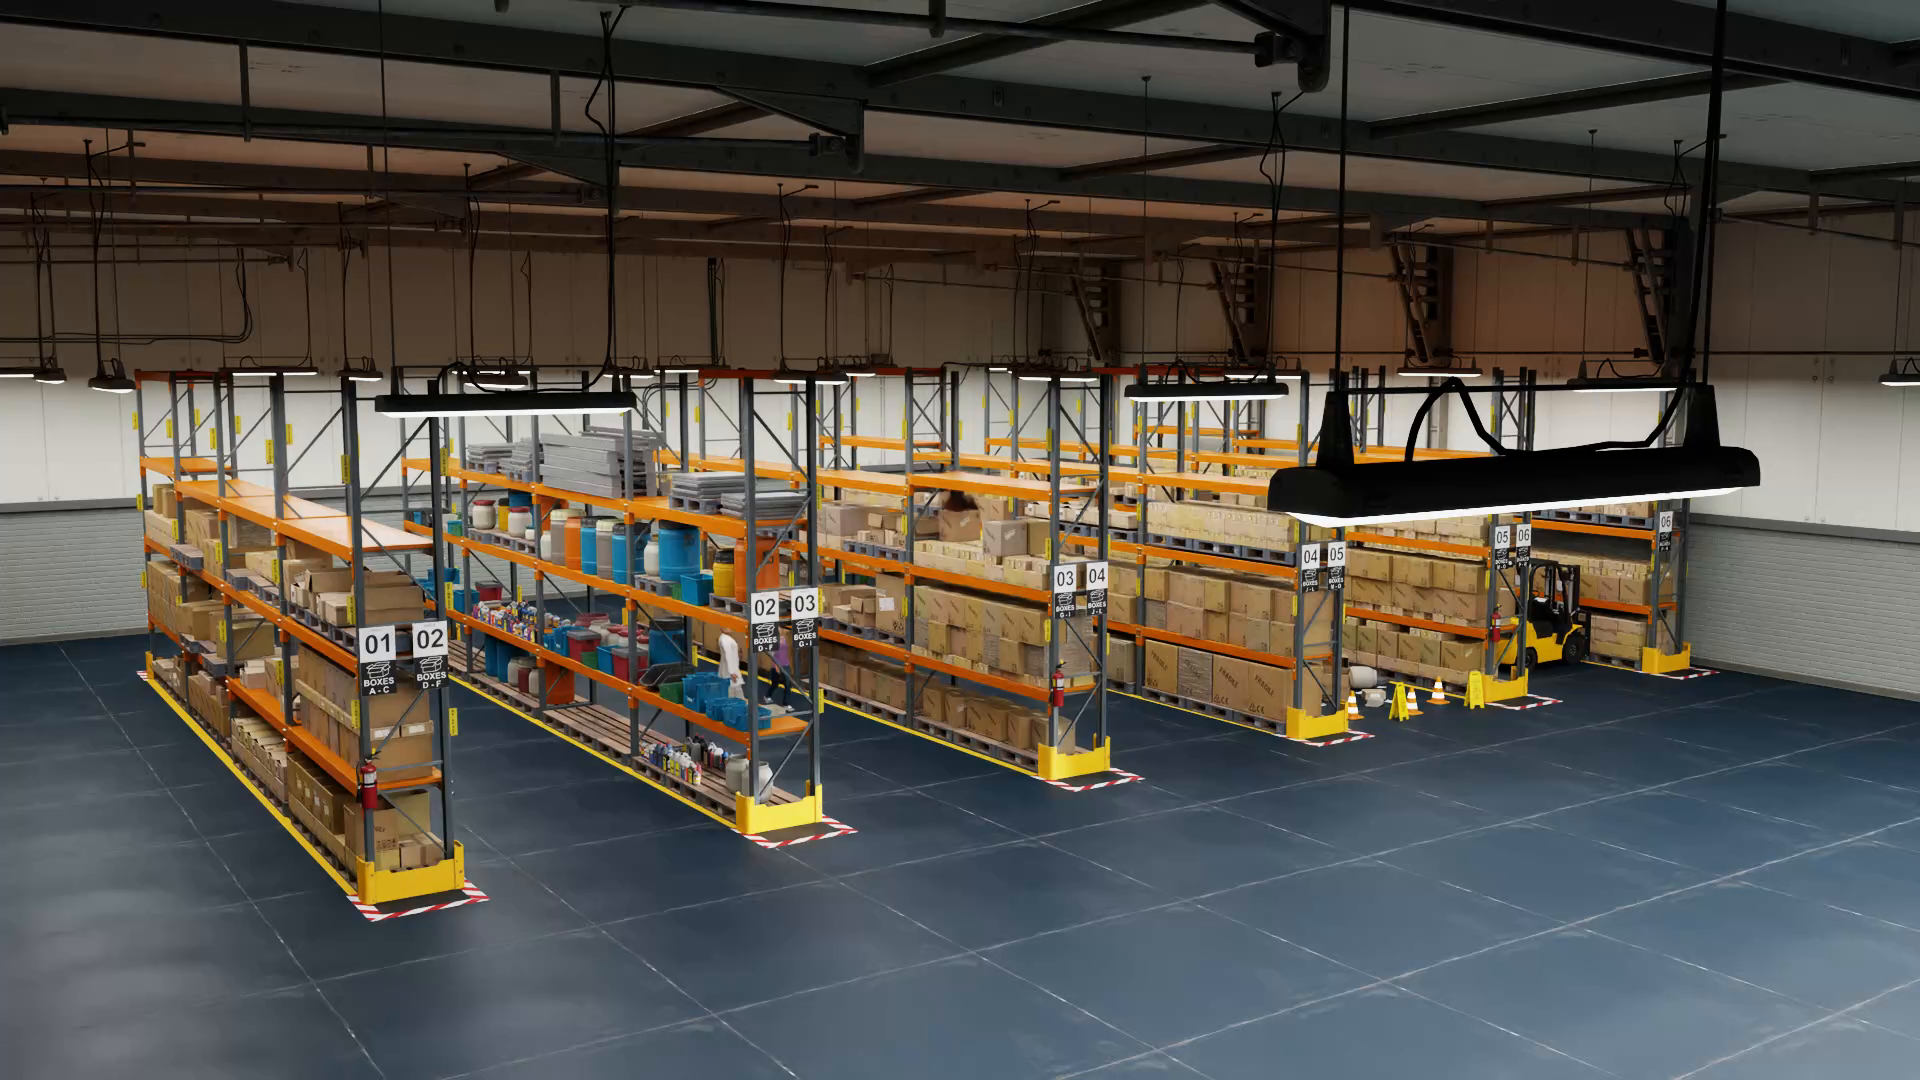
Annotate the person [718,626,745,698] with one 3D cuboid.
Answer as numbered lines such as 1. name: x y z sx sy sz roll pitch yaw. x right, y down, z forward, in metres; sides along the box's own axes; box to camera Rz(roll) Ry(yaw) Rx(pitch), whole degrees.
1. person: -3.848 2.247 28.397 0.627 1.771 0.601 -4 7 -29

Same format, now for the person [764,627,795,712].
1. person: -3.214 2.240 29.481 0.432 1.530 0.823 -4 8 -35

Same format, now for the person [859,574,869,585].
1. person: -2.443 0.573 43.162 0.578 1.794 0.478 -4 8 -35

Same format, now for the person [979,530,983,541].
1. person: 0.569 0.099 47.365 0.544 1.752 0.475 5 8 38
